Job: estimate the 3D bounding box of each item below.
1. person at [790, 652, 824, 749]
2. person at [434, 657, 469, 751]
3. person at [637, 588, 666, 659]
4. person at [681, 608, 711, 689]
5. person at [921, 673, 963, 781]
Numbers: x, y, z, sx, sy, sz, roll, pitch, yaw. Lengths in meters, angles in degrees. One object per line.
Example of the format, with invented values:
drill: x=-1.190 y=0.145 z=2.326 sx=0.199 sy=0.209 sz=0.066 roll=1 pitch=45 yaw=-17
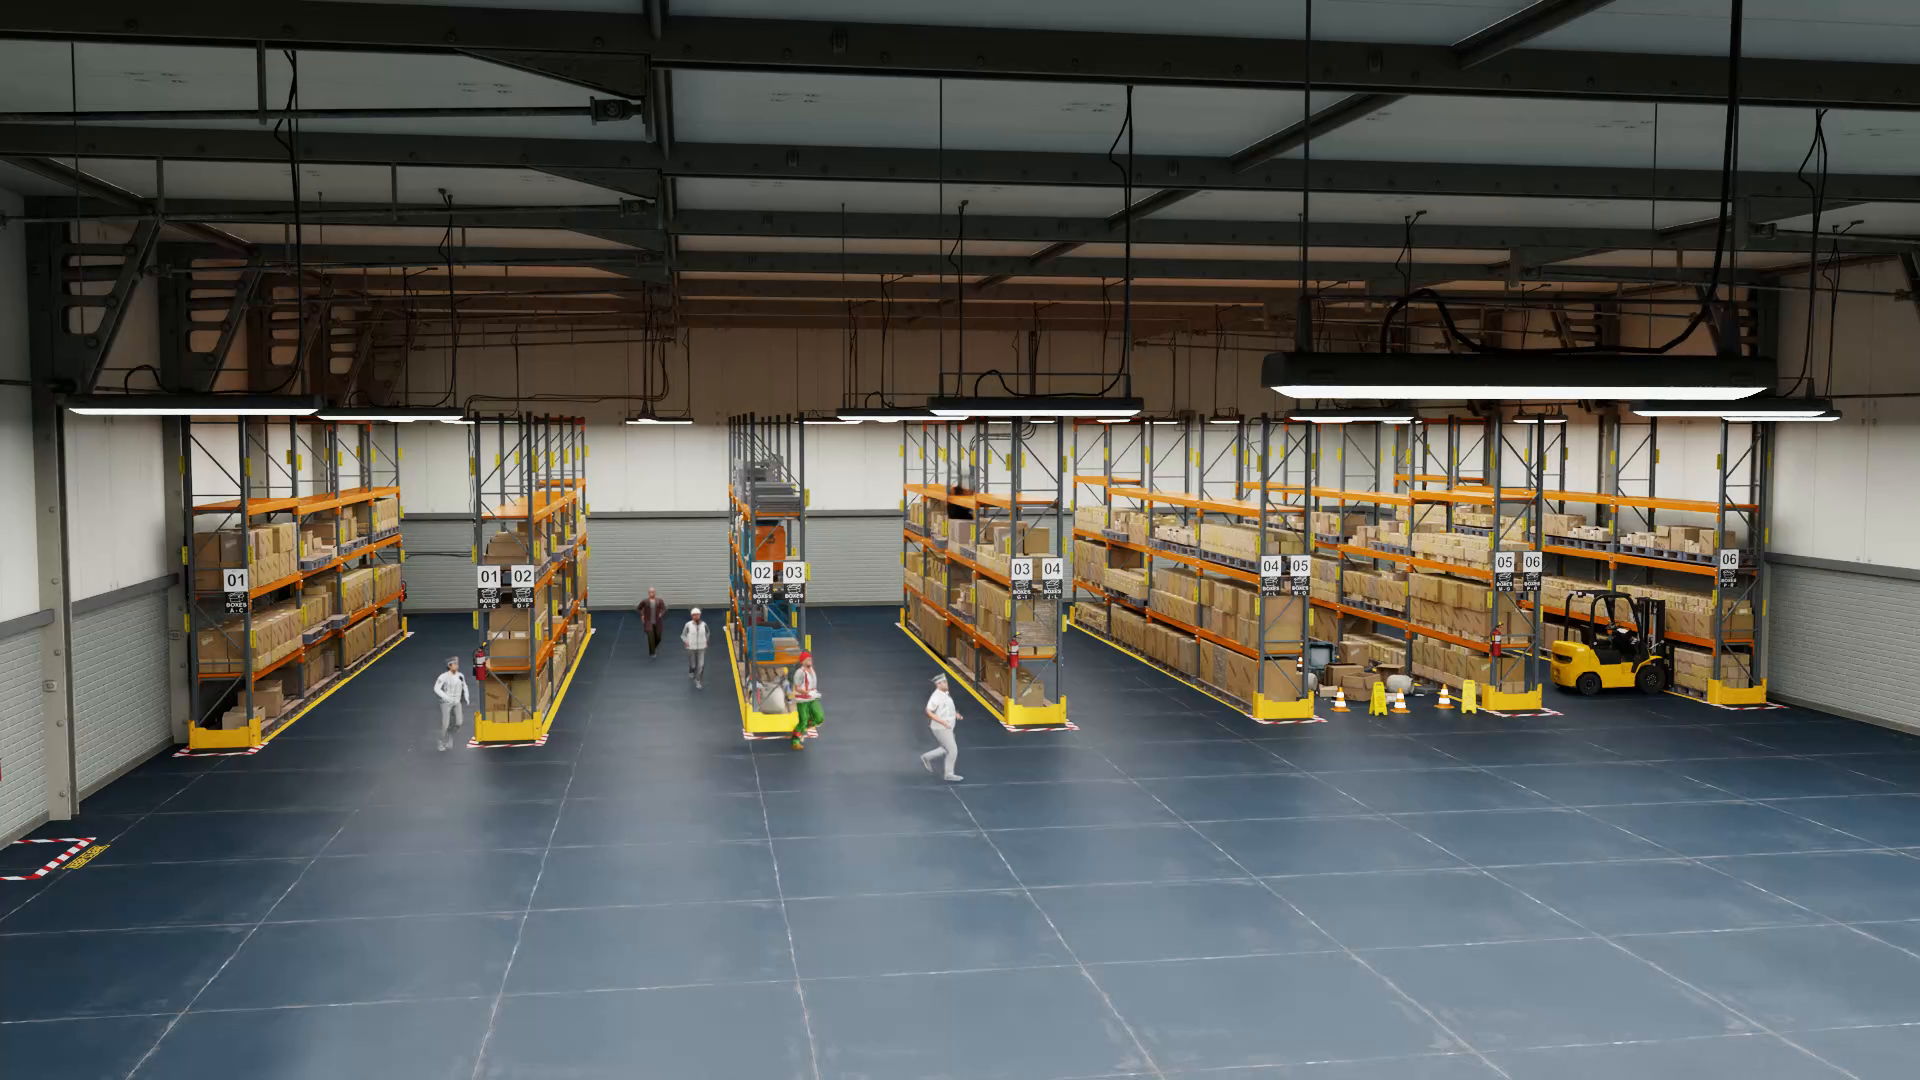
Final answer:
person: x=-2.678 y=2.843 z=29.499 sx=0.687 sy=1.735 sz=0.697 roll=2 pitch=5 yaw=31
person: x=-8.970 y=2.893 z=29.440 sx=0.688 sy=1.651 sz=0.541 roll=-3 pitch=5 yaw=-41
person: x=-7.621 y=2.056 z=41.165 sx=0.716 sy=1.736 sz=0.769 roll=-1 pitch=4 yaw=-19
person: x=-5.809 y=2.375 z=36.657 sx=0.663 sy=1.750 sz=0.756 roll=-1 pitch=4 yaw=-18
person: x=-0.311 y=3.018 z=26.944 sx=0.761 sy=1.739 sz=0.670 roll=1 pitch=4 yaw=17
